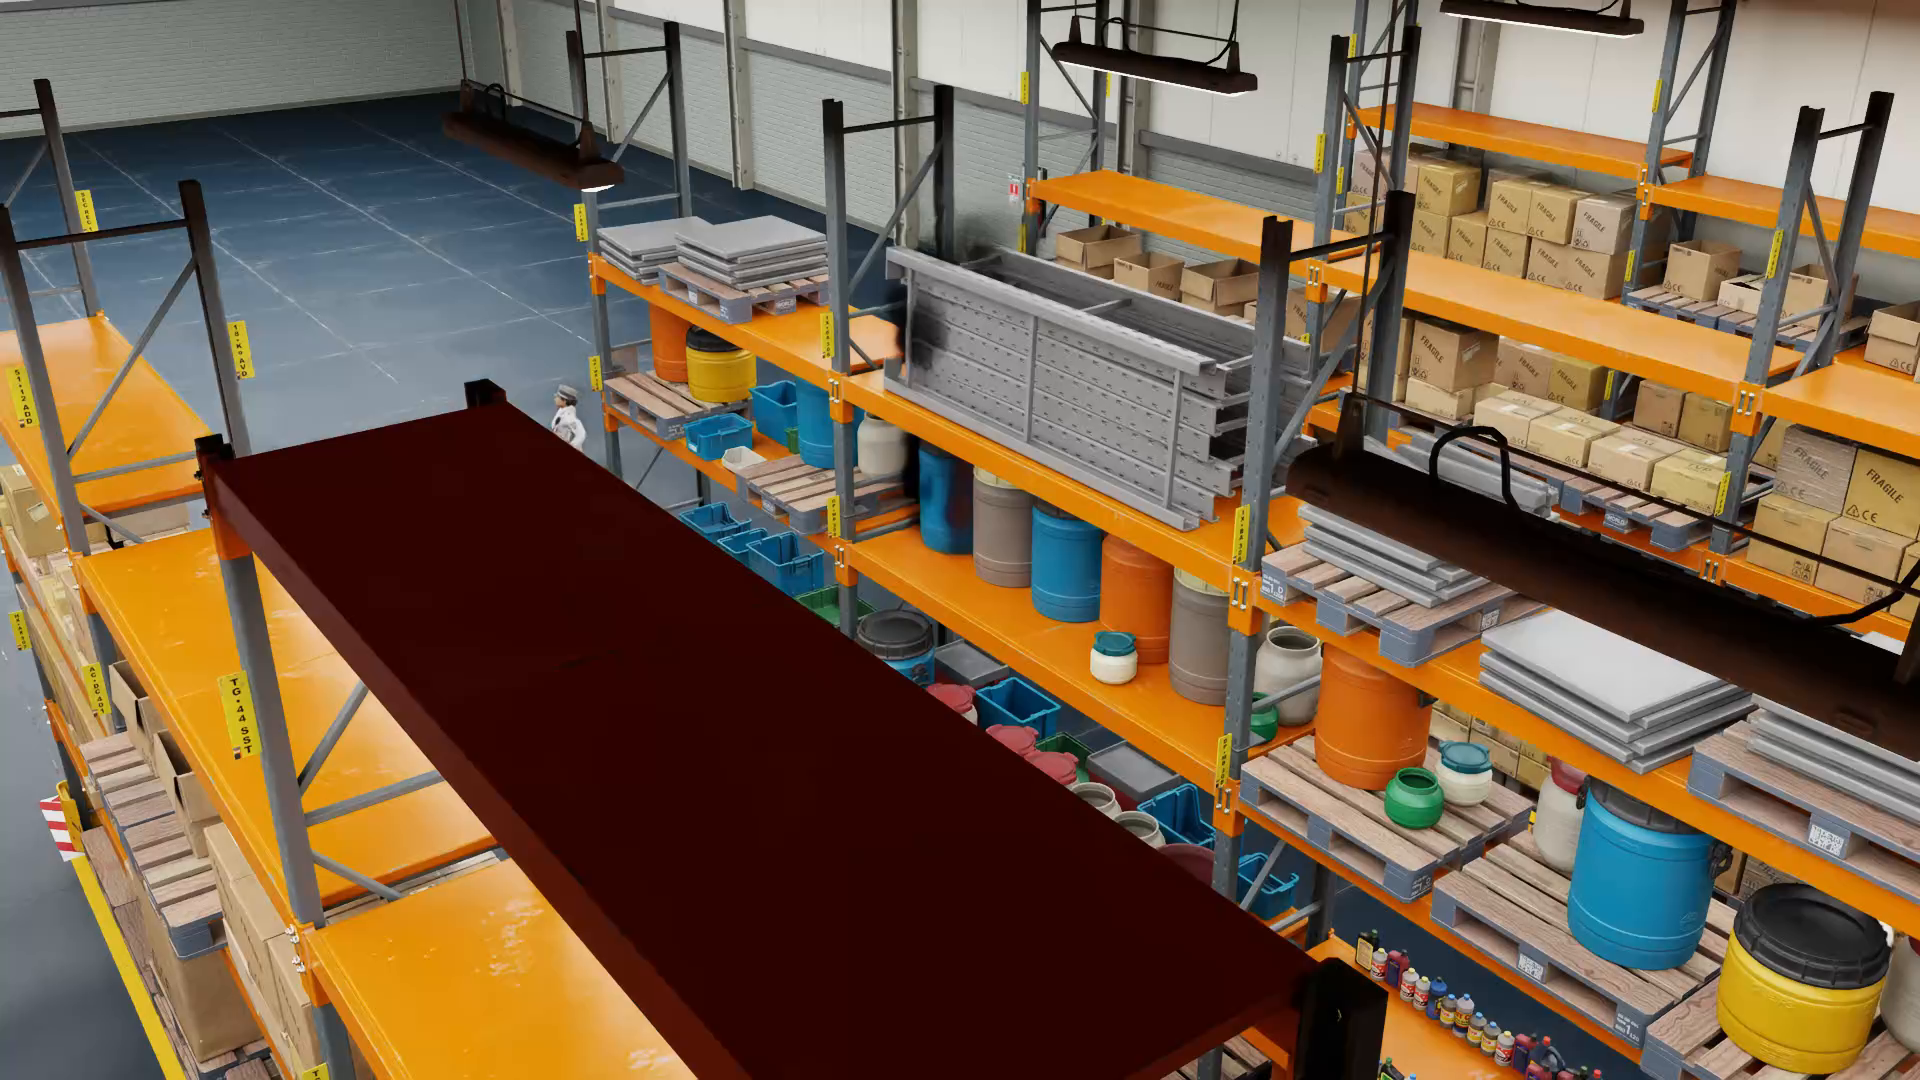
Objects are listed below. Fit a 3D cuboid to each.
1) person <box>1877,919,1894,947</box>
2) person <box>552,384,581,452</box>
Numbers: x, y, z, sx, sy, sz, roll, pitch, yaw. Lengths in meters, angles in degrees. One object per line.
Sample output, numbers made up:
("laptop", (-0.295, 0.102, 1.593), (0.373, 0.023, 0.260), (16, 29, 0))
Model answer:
("person", (5.357, 3.048, 10.309), (0.498, 1.789, 0.669), (-22, 33, -40))
("person", (-4.502, -0.981, 19.109), (0.938, 1.661, 0.485), (-4, 25, -10))
